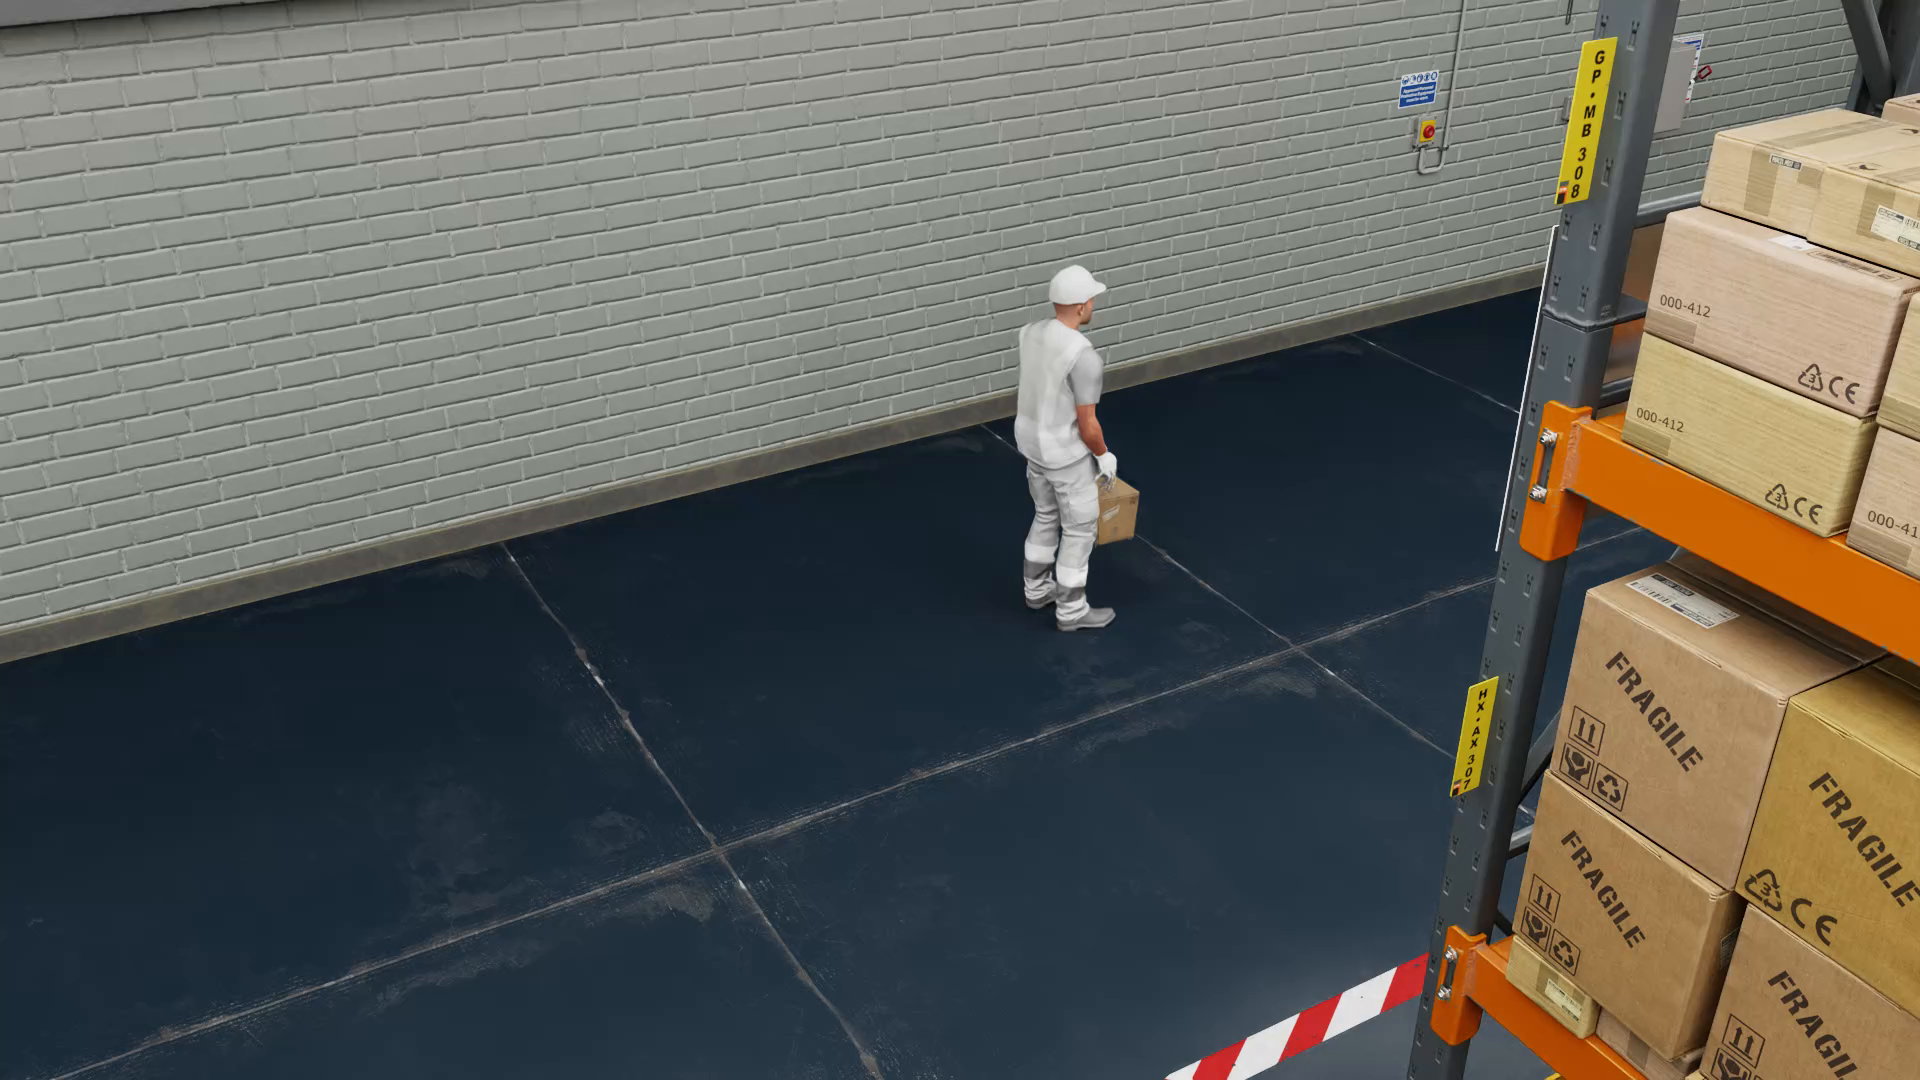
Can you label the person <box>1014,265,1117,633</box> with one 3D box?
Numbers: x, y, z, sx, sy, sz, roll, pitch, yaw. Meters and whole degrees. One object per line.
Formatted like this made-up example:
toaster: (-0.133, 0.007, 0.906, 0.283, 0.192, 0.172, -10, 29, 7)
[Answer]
person: (0.484, -0.429, 7.886, 0.417, 1.785, 0.553, -17, 33, -28)
